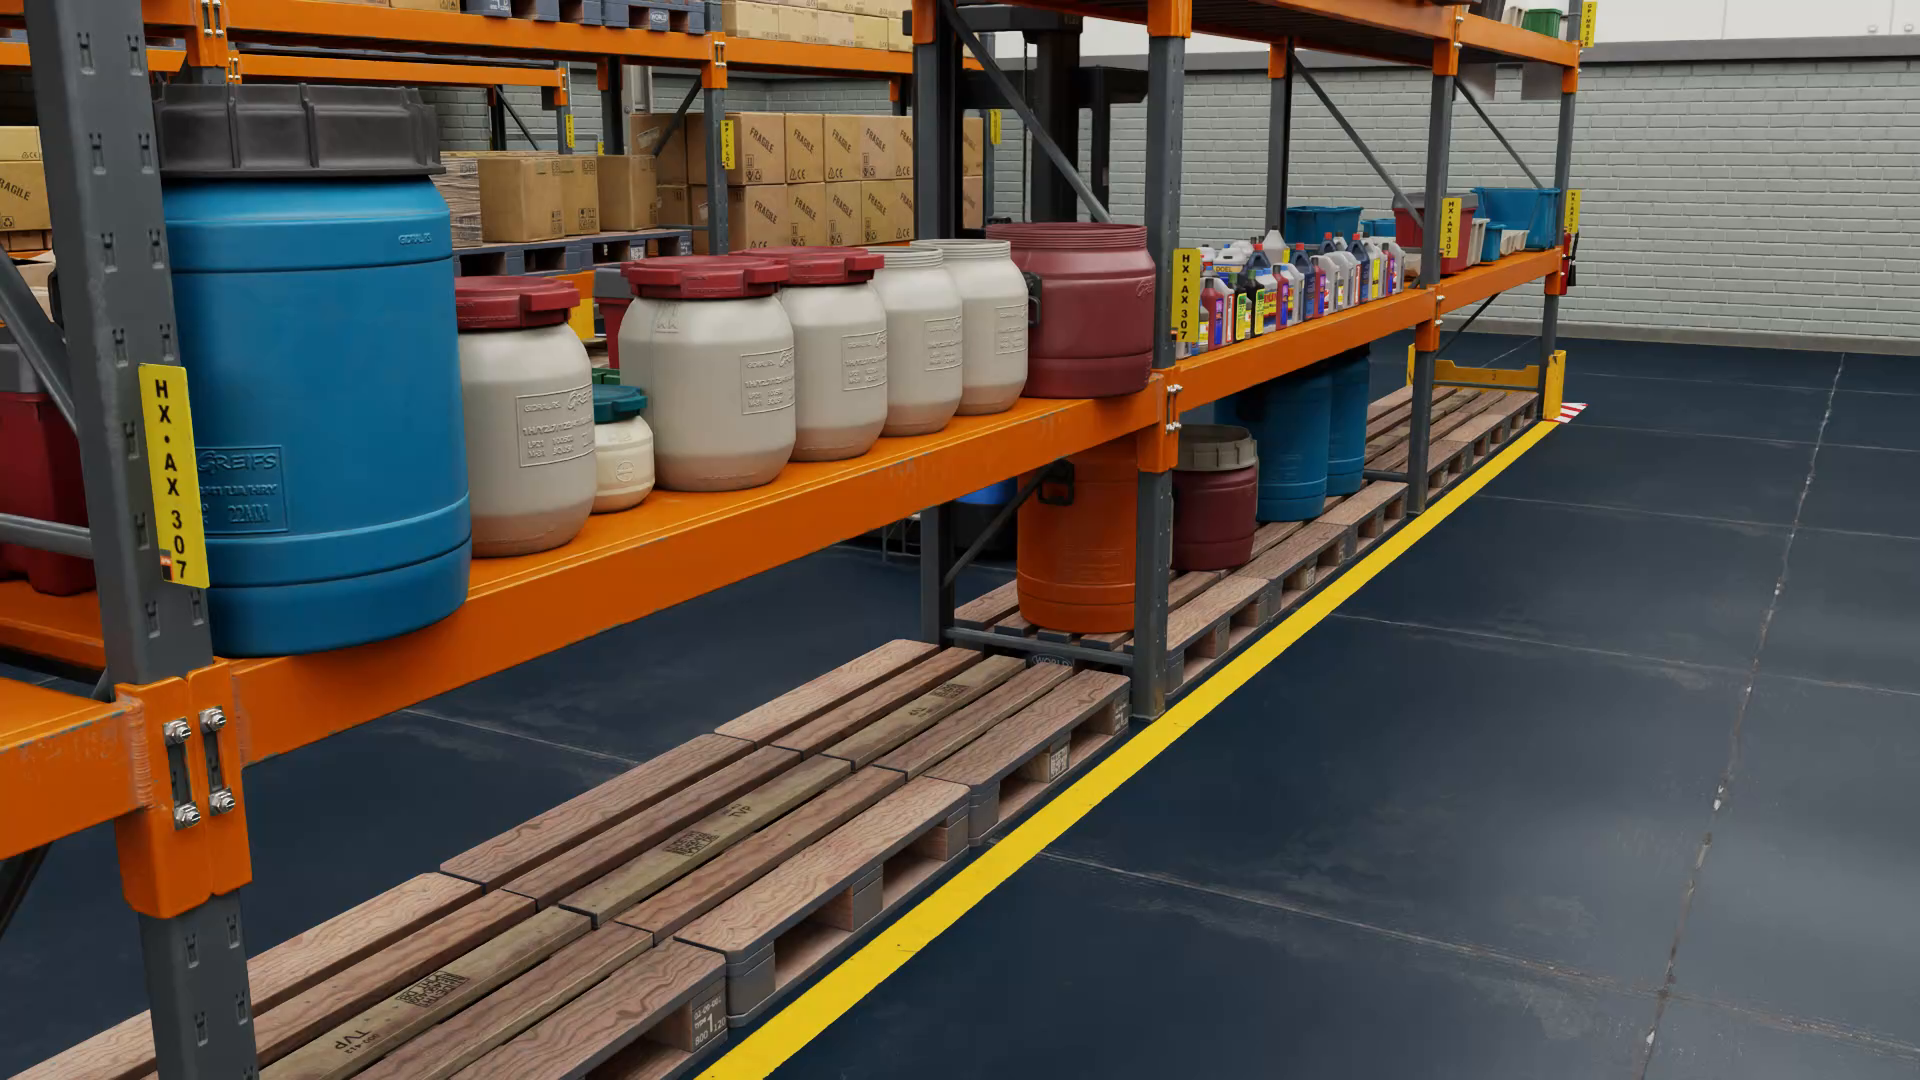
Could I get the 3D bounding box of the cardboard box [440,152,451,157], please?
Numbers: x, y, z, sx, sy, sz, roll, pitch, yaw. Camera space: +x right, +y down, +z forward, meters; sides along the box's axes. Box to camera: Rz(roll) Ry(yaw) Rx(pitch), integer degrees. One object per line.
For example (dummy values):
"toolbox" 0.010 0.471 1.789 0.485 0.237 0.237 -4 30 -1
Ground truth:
"cardboard box" -5.451 -3.341 15.852 0.980 0.700 0.700 7 15 25

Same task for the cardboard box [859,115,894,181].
"cardboard box" -0.869 -3.143 13.322 0.500 0.500 0.500 8 16 30

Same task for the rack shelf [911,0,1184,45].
"rack shelf" -0.656 -1.541 4.162 1.077 0.370 4.000 7 15 28

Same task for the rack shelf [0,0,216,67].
"rack shelf" -4.991 -2.103 6.493 1.077 0.370 4.000 7 15 28

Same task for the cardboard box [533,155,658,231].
"cardboard box" -2.515 -2.407 11.507 0.700 0.500 0.500 2 14 9

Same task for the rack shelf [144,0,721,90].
"rack shelf" -3.057 -2.924 9.897 1.077 0.370 4.000 7 15 28

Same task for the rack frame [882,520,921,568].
"rack frame" -0.289 -0.305 8.379 0.240 0.900 0.006 7 15 27

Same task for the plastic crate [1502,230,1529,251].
"plastic crate" 3.942 -2.198 12.184 0.396 0.136 0.243 7 15 28

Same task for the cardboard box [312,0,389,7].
"cardboard box" -3.596 -3.110 8.920 0.910 0.500 0.500 7 15 28

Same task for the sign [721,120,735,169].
"sign" -1.603 -2.727 11.473 0.100 0.325 0.005 7 15 28

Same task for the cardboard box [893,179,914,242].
"cardboard box" -0.629 -2.764 13.884 0.500 0.500 0.500 8 15 28

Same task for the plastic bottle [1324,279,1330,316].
"plastic bottle" 1.707 -1.169 7.907 0.097 0.201 0.097 0 14 0

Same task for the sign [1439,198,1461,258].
"sign" 2.725 -1.736 9.242 0.100 0.325 0.005 7 15 28

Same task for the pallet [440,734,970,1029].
"pallet" -0.689 0.916 4.783 1.003 0.211 1.213 7 15 28

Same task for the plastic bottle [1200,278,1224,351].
"plastic bottle" 1.001 -0.901 6.619 0.061 0.283 0.133 7 15 28

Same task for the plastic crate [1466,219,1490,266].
"plastic crate" 3.143 -1.928 10.755 0.437 0.282 0.530 7 15 28

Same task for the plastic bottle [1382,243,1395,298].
"plastic bottle" 2.265 -1.437 8.843 0.061 0.283 0.133 7 15 28

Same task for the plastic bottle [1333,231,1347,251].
"plastic bottle" 1.960 -1.431 8.673 0.144 0.351 0.185 7 15 28

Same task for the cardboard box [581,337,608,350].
"cardboard box" -2.537 -1.153 11.810 0.500 0.500 0.500 7 15 26

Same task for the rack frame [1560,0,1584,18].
"rack frame" 4.178 -5.401 12.236 1.000 3.000 0.127 7 15 28

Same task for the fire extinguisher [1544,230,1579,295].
"fire extinguisher" 4.648 -2.245 12.907 0.296 0.674 0.183 7 15 28

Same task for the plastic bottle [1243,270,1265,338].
"plastic bottle" 1.242 -1.003 7.044 0.061 0.283 0.133 7 15 28

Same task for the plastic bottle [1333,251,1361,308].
"plastic bottle" 1.916 -1.308 8.322 0.152 0.276 0.135 7 15 28

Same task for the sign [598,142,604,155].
"sign" -2.569 -2.707 12.013 0.100 0.325 0.005 7 15 28

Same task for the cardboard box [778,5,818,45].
"cardboard box" -1.393 -3.785 12.253 0.500 0.250 0.500 7 15 28

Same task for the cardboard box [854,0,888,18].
"cardboard box" -0.904 -4.232 13.043 0.500 0.250 0.500 7 15 28

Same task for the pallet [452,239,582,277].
"pallet" -3.088 -1.711 10.142 1.003 0.211 1.213 7 15 28

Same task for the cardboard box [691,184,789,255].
"cardboard box" -1.605 -2.348 12.160 0.500 0.500 0.500 8 16 30

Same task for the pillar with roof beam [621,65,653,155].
"pillar with roof beam" -0.178 -6.688 17.573 9.100 9.000 0.400 7 15 28

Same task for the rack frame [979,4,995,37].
"rack frame" -0.157 -5.963 14.567 1.000 3.000 0.127 7 15 28

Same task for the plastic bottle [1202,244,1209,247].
"plastic bottle" 1.264 -1.398 8.681 0.061 0.283 0.133 7 15 28

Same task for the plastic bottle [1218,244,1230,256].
"plastic bottle" 1.430 -1.454 8.938 0.097 0.271 0.097 0 14 0

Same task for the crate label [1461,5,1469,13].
"crate label" 2.734 -3.062 9.495 0.293 0.136 0.466 7 15 28

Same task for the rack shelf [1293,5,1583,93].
"rack shelf" 3.211 -3.183 10.970 1.077 0.370 4.000 7 15 28

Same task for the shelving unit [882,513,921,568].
"shelving unit" -0.242 -0.326 8.467 0.258 0.900 0.210 7 15 27

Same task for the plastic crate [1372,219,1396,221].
"plastic crate" 3.134 -2.149 11.776 0.416 0.233 0.300 7 15 28

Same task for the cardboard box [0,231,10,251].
"cardboard box" -7.268 -2.211 12.296 0.380 0.149 0.250 7 15 28

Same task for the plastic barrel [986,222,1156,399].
"plastic barrel" 0.351 -0.780 5.578 0.600 0.536 0.708 7 15 28

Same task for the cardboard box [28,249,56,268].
"cardboard box" -4.238 -1.292 8.183 0.500 0.311 0.500 9 16 32

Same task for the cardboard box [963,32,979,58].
"cardboard box" -0.174 -4.297 14.375 0.500 0.250 0.500 7 15 28

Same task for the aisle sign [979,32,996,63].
"aisle sign" 0.145 -4.290 14.880 0.394 0.787 0.004 7 15 28

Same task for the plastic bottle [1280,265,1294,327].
"plastic bottle" 1.441 -1.090 7.431 0.097 0.271 0.097 0 14 0

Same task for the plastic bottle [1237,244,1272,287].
"plastic bottle" 1.355 -1.178 7.624 0.144 0.351 0.185 7 15 28

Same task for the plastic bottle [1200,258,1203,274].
"plastic bottle" 1.127 -1.314 8.349 0.152 0.276 0.135 7 15 28

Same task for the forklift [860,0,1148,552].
"forklift" 0.433 -1.661 9.669 1.130 2.935 3.031 7 15 27

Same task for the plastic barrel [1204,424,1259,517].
"plastic barrel" 1.273 -0.298 8.281 0.421 0.512 0.421 0 14 0

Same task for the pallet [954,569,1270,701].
"pallet" 0.655 0.346 7.148 1.003 0.211 1.213 7 15 28

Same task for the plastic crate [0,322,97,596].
"plastic crate" -1.657 -0.188 3.275 0.402 0.464 0.583 7 15 28

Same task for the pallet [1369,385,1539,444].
"pallet" 3.745 -0.964 12.582 1.003 0.211 1.213 7 15 28

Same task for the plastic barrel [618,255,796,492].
"plastic barrel" -0.614 -0.411 4.046 0.433 0.535 0.433 0 14 0

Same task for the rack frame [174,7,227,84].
"rack frame" -4.024 -1.405 8.462 1.000 3.000 0.127 7 15 28
